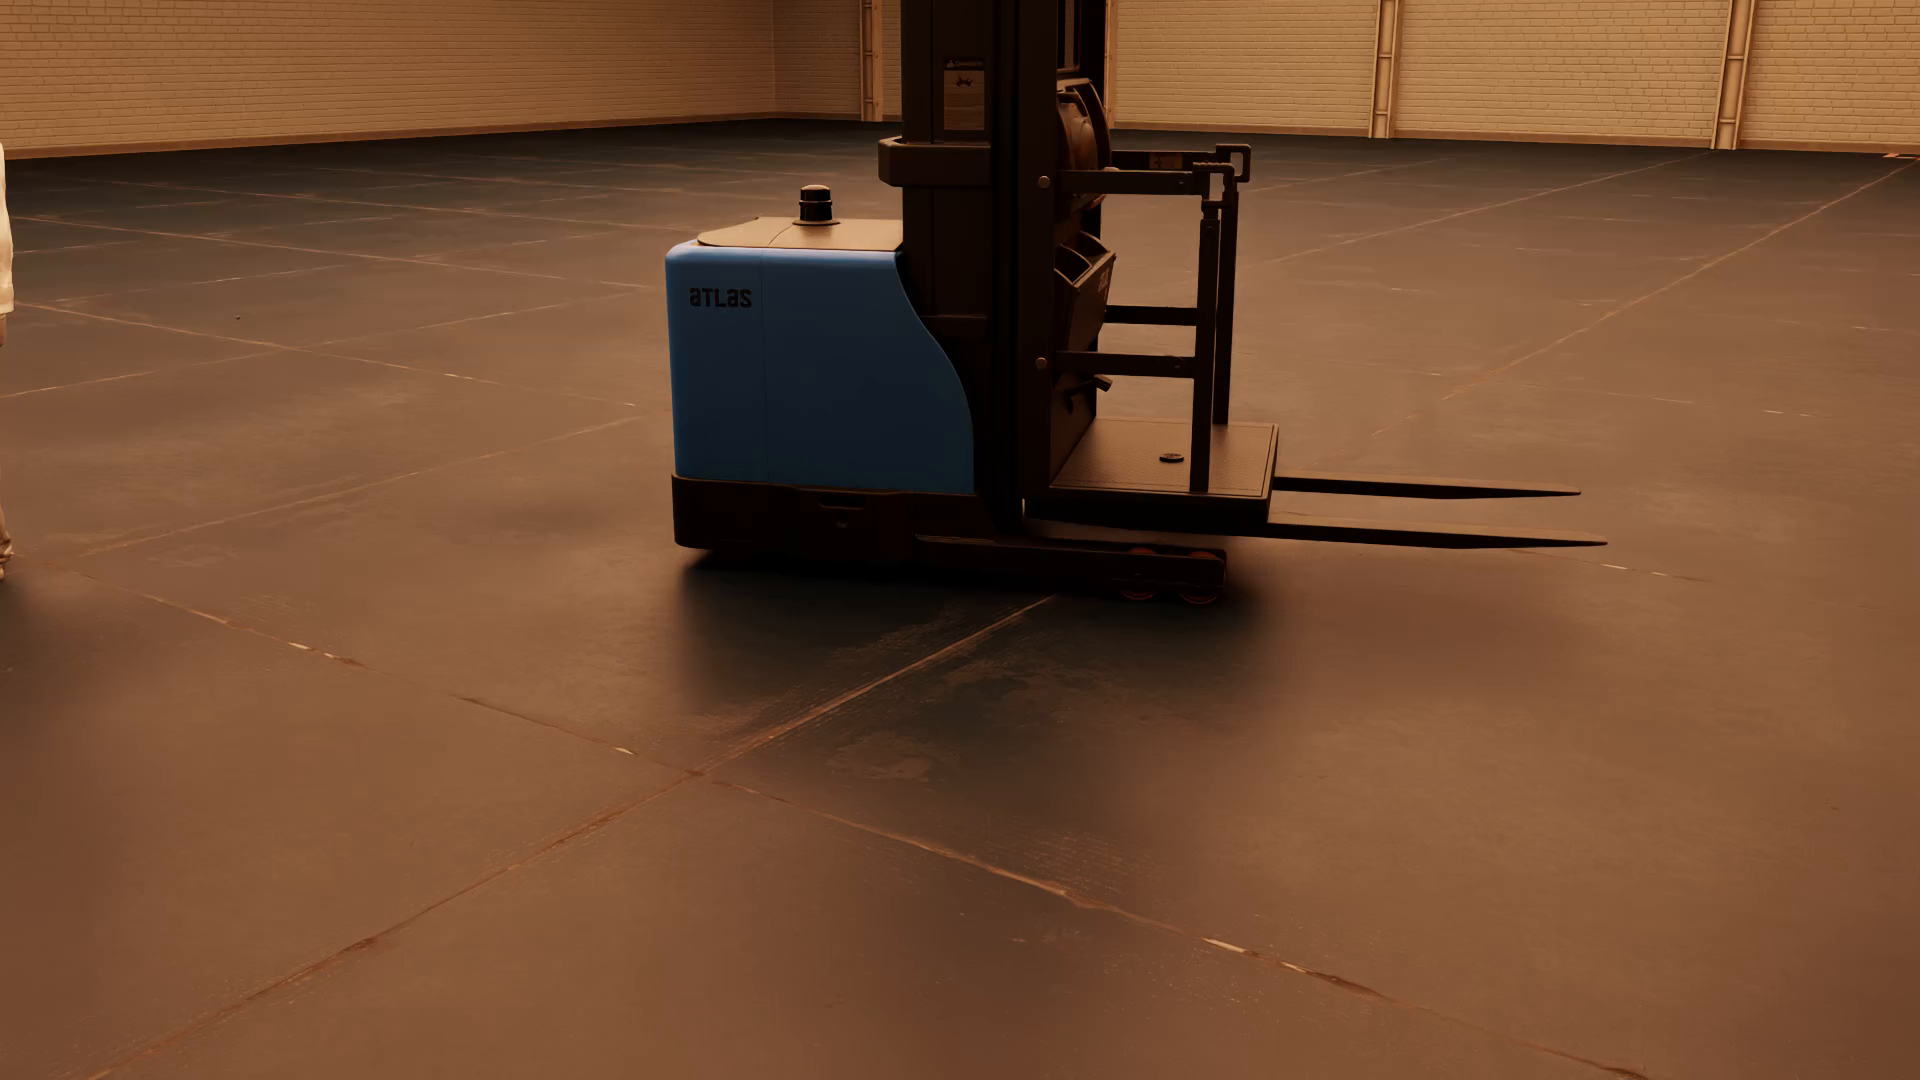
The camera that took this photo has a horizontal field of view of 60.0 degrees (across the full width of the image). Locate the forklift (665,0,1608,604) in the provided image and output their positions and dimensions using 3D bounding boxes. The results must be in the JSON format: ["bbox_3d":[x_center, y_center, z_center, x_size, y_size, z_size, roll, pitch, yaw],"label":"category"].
[{"bbox_3d":[0.595,-1.367,5.404,3.031,2.935,1.130,4,17,12],"label":"forklift"}]

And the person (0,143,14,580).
[{"bbox_3d":[-3.277,-0.722,5.242,0.569,1.773,0.632,-2,17,-6],"label":"person"}]
